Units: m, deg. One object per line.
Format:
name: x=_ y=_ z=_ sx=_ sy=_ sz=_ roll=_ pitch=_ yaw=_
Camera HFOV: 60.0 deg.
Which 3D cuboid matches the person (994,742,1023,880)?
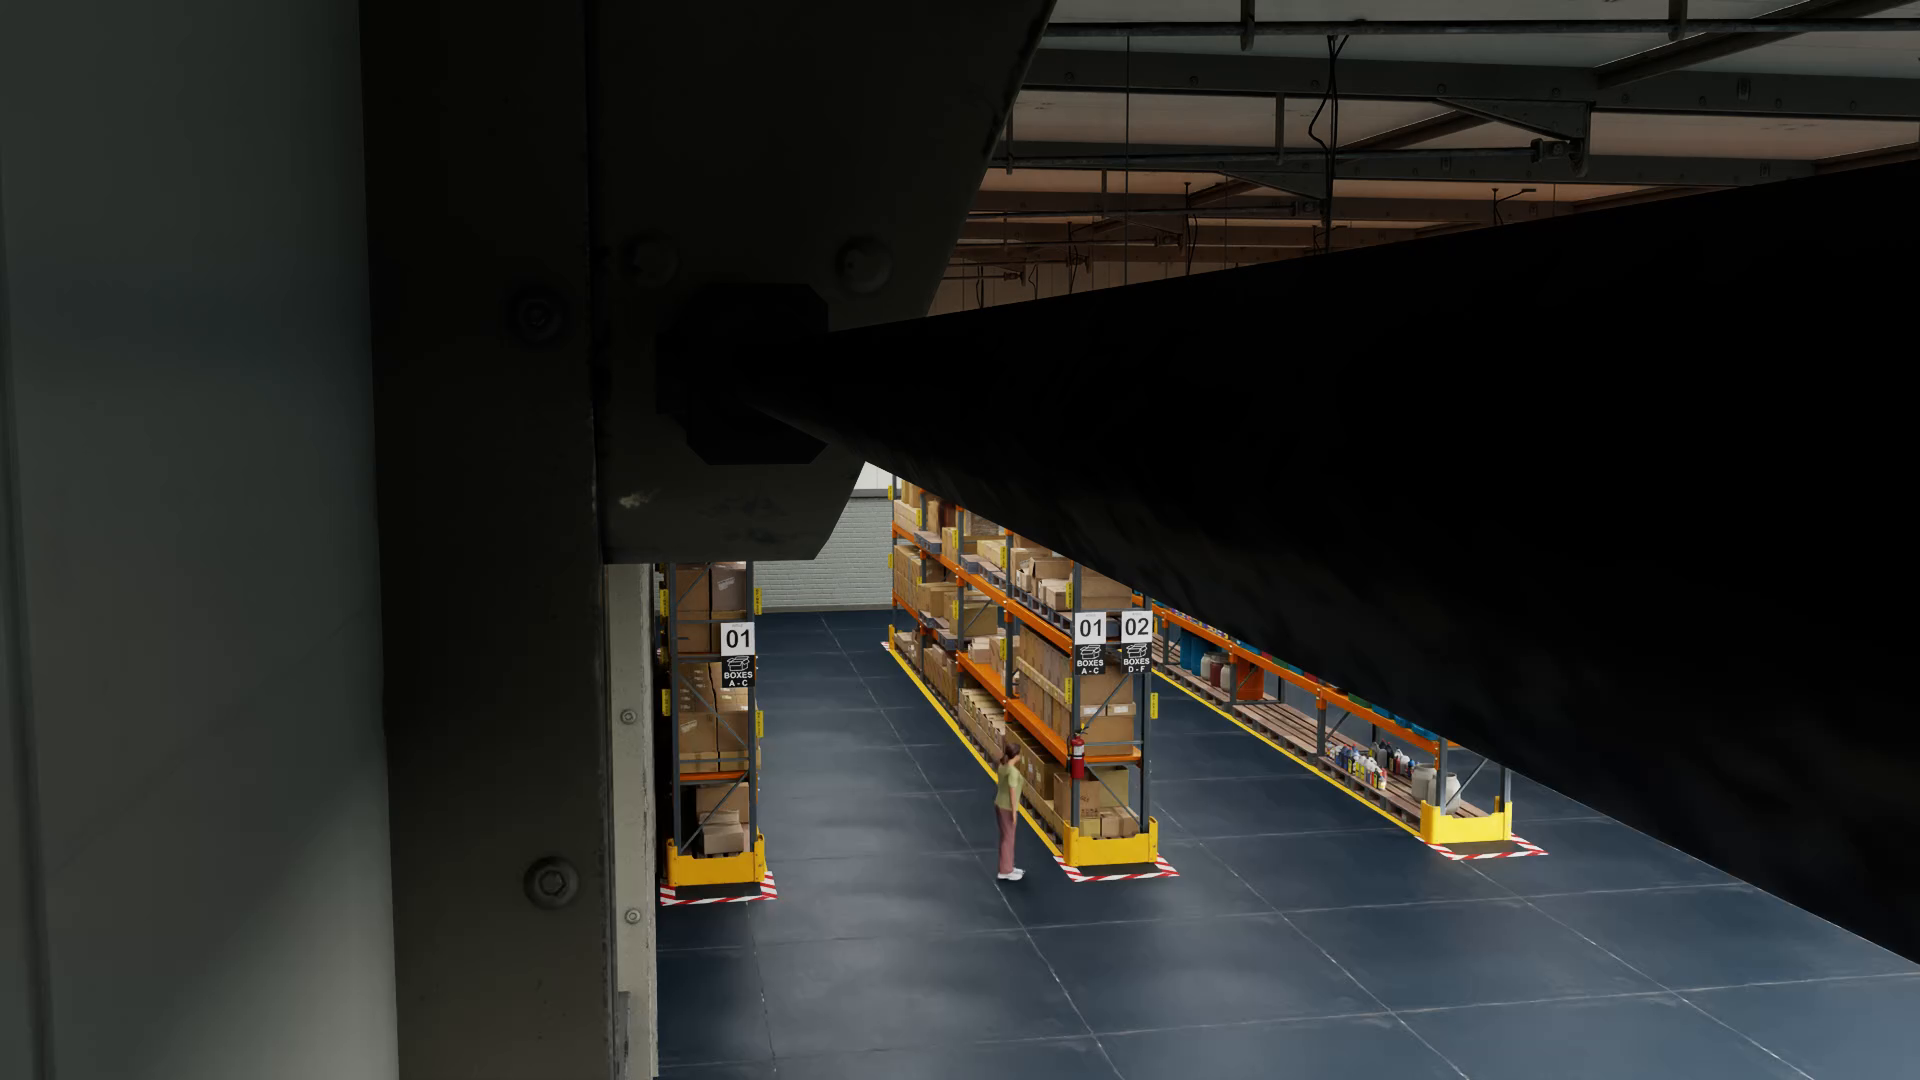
person: x=0.611 y=3.301 z=20.328 sx=0.352 sy=1.687 sz=0.474 roll=-2 pitch=7 yaw=-20
